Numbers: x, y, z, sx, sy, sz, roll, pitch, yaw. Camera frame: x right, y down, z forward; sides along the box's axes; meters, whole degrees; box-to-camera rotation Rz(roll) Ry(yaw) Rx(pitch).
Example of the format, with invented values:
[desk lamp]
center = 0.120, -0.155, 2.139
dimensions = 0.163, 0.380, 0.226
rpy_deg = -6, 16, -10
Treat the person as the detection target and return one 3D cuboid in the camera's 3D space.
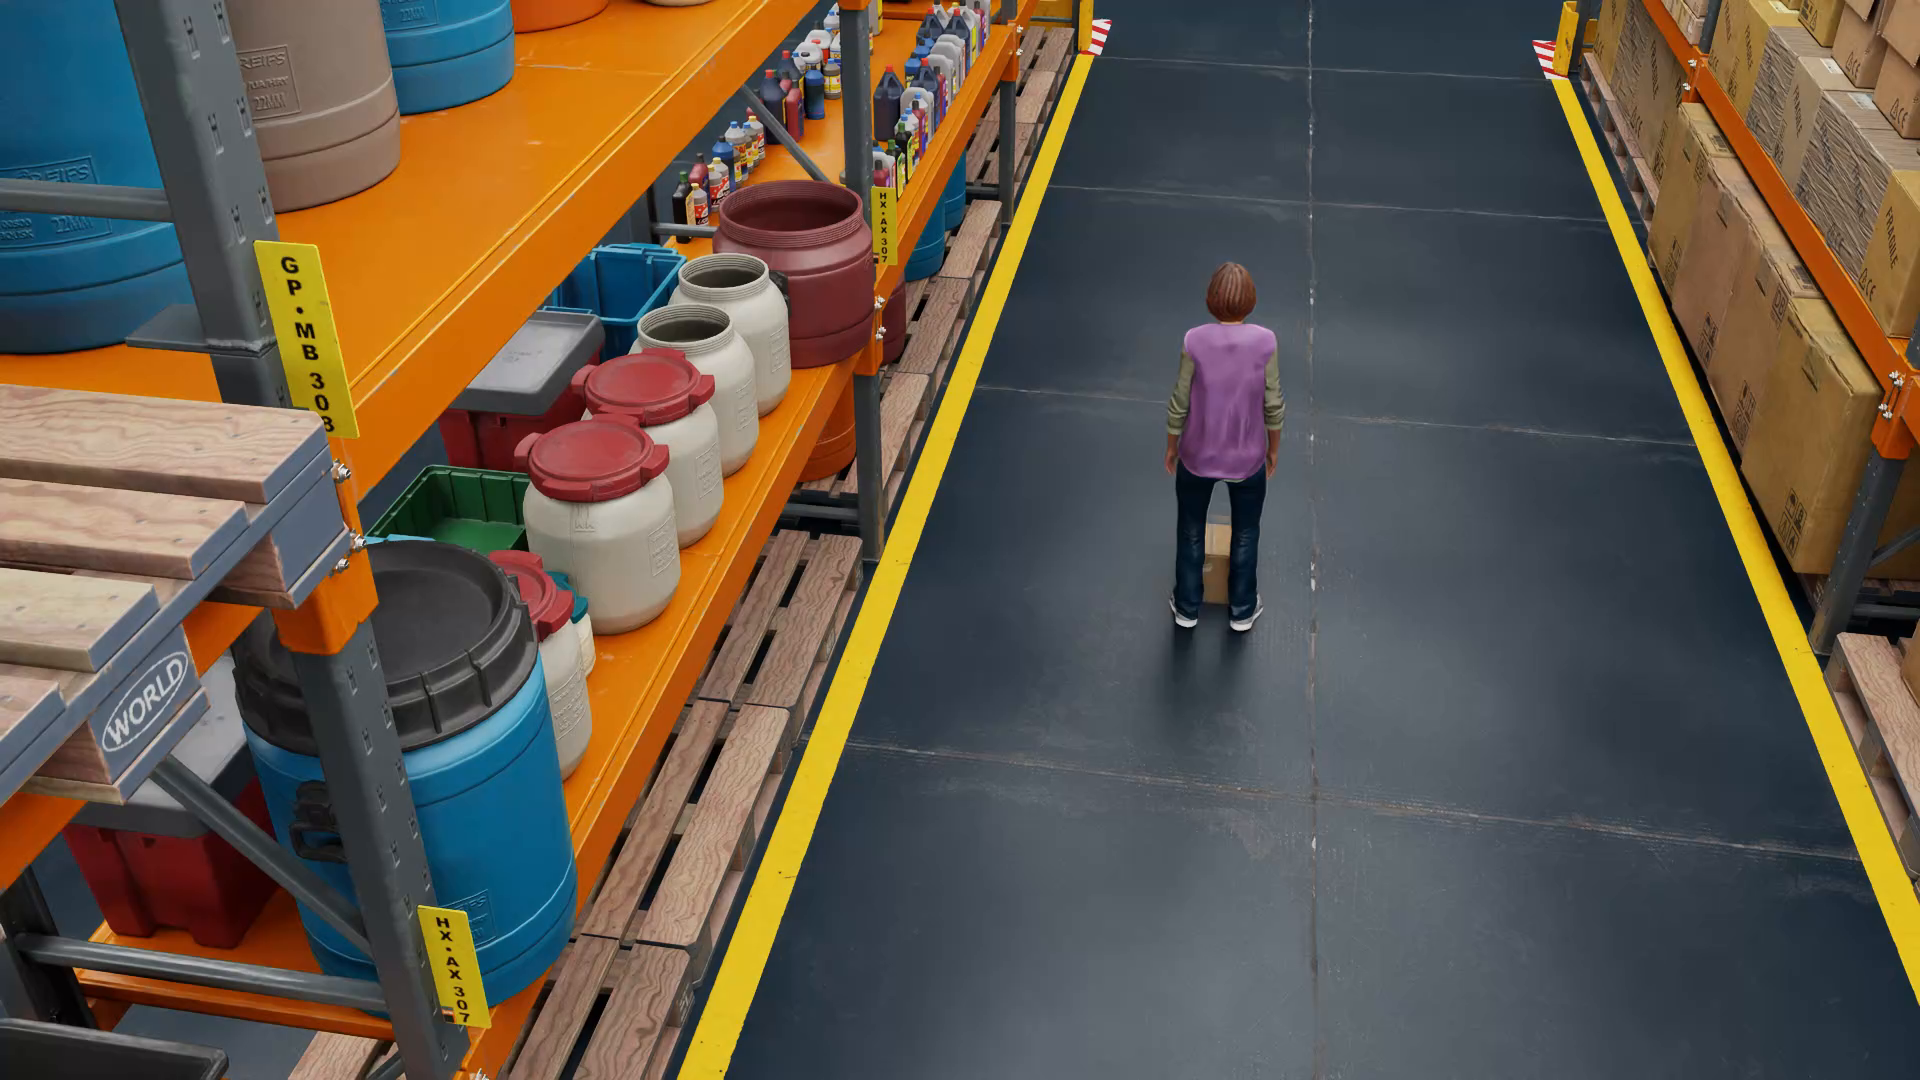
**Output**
[person]
center = 1.053, -0.336, 6.670
dimensions = 0.475, 1.591, 0.345
rpy_deg = 4, 33, 6
